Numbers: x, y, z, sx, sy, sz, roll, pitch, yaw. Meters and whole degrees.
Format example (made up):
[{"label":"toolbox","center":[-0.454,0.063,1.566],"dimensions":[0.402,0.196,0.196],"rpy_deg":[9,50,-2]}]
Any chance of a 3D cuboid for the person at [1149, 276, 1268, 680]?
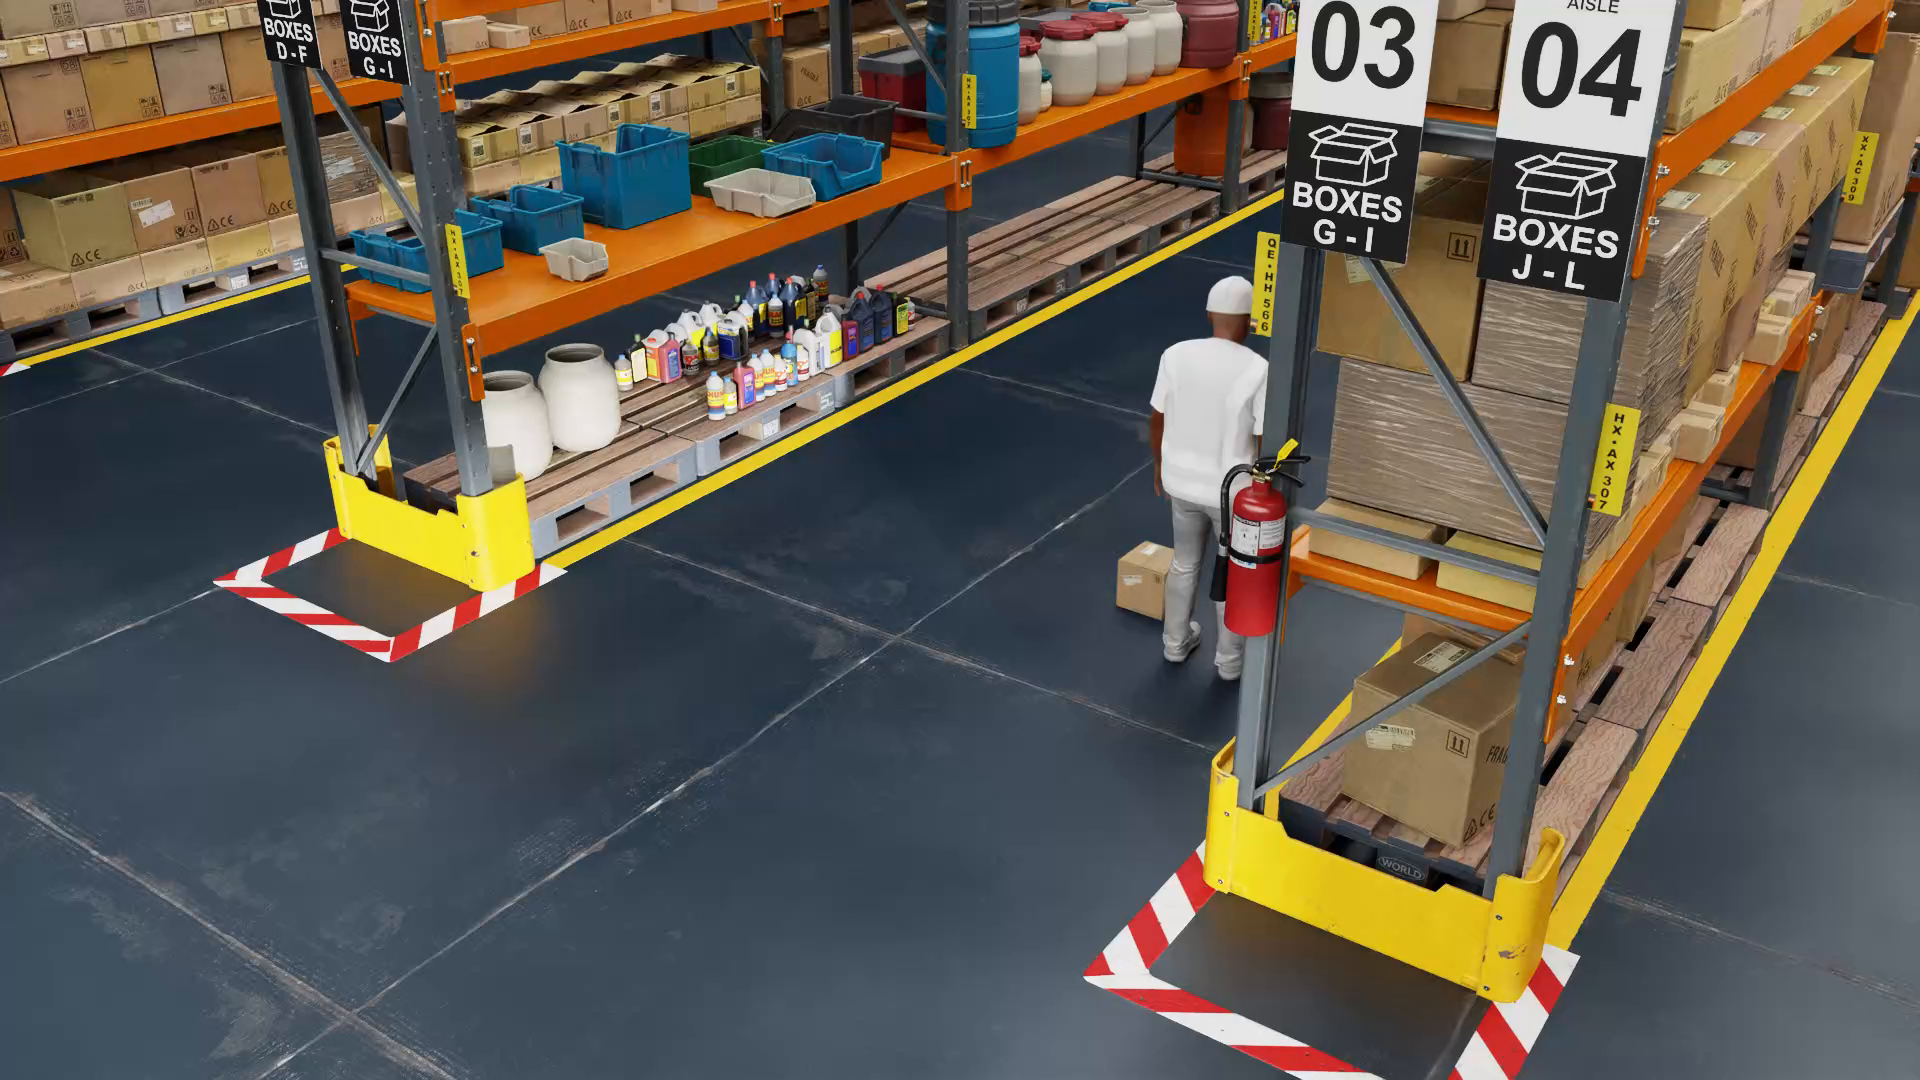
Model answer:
[{"label":"person","center":[1.097,-0.257,7.107],"dimensions":[0.616,1.760,0.459],"rpy_deg":[18,32,32]}]
